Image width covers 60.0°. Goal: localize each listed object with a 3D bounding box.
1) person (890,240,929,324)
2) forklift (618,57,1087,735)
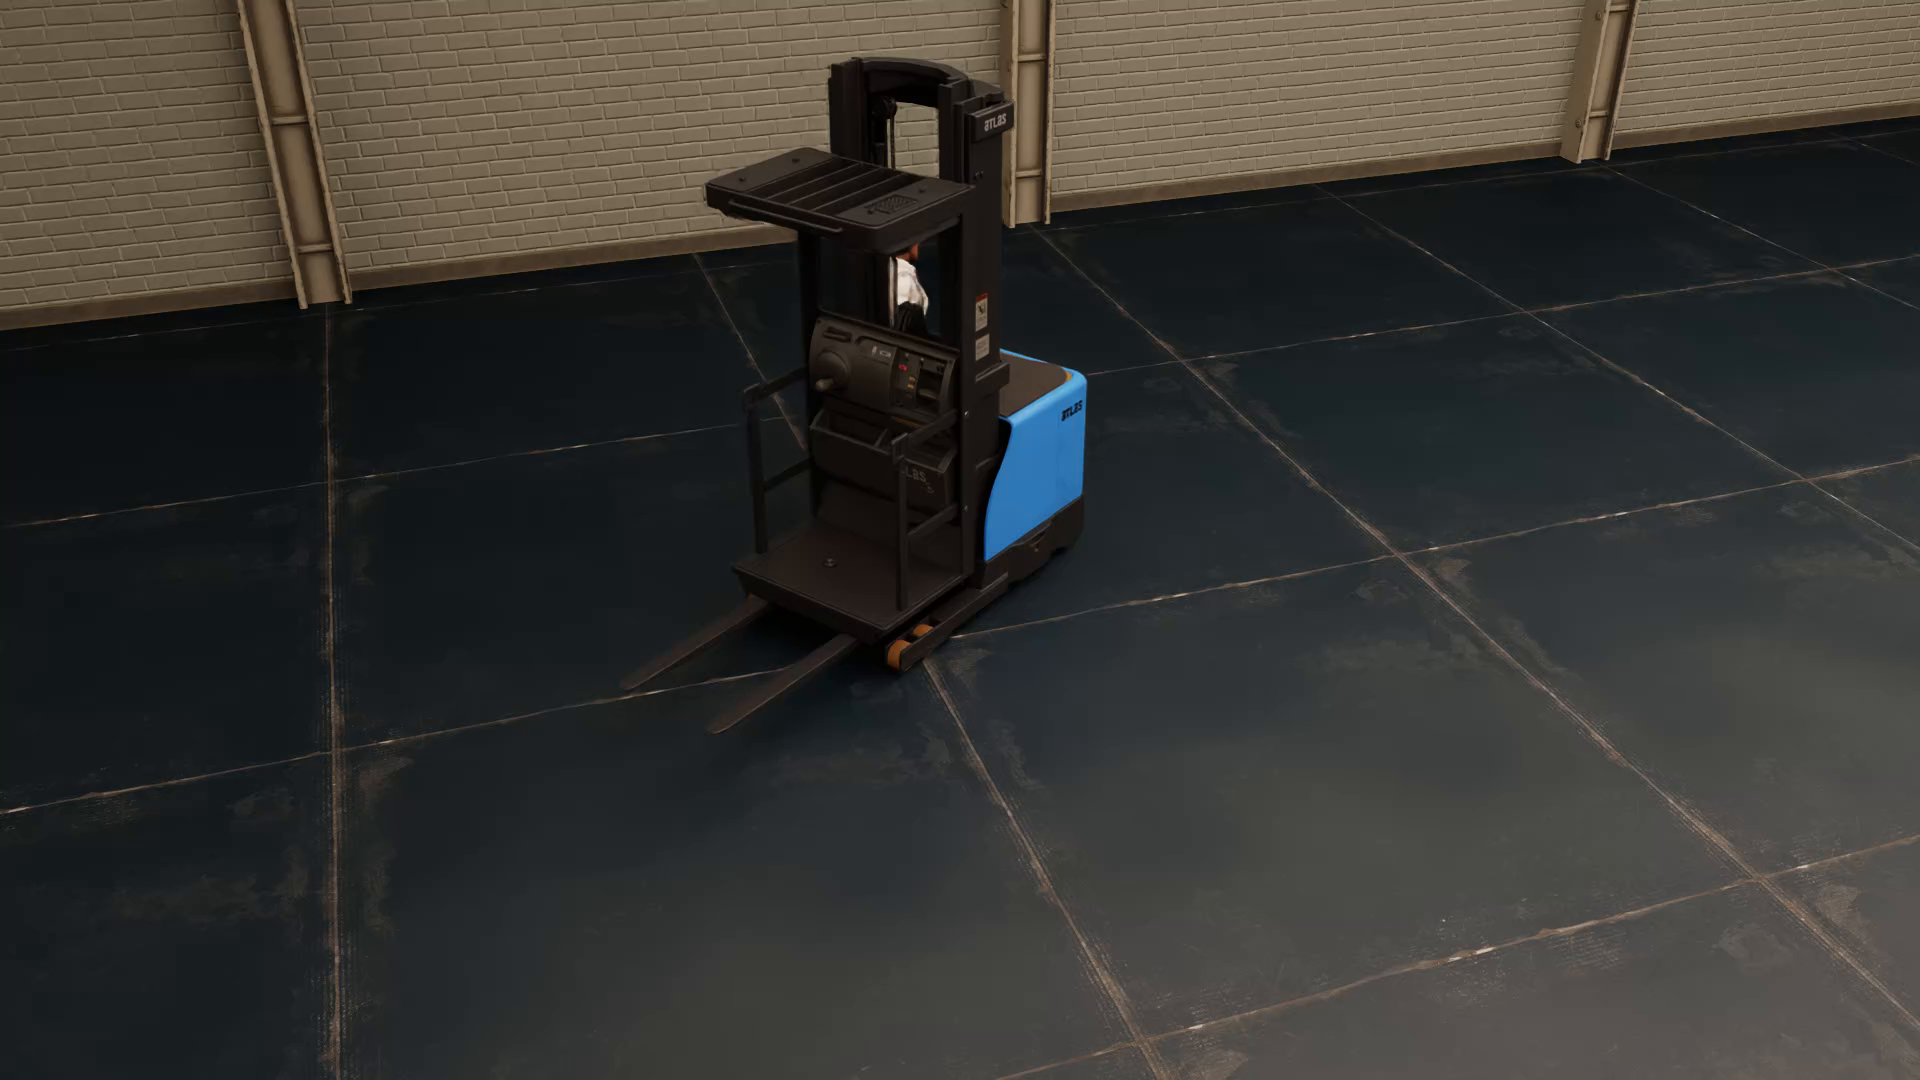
[{"bbox_3d":[-0.418,-1.165,10.503,0.454,1.646,0.792,-6,31,-11],"label":"person"},{"bbox_3d":[-0.539,-0.851,8.566,1.130,2.935,3.031,20,36,31],"label":"forklift"}]
